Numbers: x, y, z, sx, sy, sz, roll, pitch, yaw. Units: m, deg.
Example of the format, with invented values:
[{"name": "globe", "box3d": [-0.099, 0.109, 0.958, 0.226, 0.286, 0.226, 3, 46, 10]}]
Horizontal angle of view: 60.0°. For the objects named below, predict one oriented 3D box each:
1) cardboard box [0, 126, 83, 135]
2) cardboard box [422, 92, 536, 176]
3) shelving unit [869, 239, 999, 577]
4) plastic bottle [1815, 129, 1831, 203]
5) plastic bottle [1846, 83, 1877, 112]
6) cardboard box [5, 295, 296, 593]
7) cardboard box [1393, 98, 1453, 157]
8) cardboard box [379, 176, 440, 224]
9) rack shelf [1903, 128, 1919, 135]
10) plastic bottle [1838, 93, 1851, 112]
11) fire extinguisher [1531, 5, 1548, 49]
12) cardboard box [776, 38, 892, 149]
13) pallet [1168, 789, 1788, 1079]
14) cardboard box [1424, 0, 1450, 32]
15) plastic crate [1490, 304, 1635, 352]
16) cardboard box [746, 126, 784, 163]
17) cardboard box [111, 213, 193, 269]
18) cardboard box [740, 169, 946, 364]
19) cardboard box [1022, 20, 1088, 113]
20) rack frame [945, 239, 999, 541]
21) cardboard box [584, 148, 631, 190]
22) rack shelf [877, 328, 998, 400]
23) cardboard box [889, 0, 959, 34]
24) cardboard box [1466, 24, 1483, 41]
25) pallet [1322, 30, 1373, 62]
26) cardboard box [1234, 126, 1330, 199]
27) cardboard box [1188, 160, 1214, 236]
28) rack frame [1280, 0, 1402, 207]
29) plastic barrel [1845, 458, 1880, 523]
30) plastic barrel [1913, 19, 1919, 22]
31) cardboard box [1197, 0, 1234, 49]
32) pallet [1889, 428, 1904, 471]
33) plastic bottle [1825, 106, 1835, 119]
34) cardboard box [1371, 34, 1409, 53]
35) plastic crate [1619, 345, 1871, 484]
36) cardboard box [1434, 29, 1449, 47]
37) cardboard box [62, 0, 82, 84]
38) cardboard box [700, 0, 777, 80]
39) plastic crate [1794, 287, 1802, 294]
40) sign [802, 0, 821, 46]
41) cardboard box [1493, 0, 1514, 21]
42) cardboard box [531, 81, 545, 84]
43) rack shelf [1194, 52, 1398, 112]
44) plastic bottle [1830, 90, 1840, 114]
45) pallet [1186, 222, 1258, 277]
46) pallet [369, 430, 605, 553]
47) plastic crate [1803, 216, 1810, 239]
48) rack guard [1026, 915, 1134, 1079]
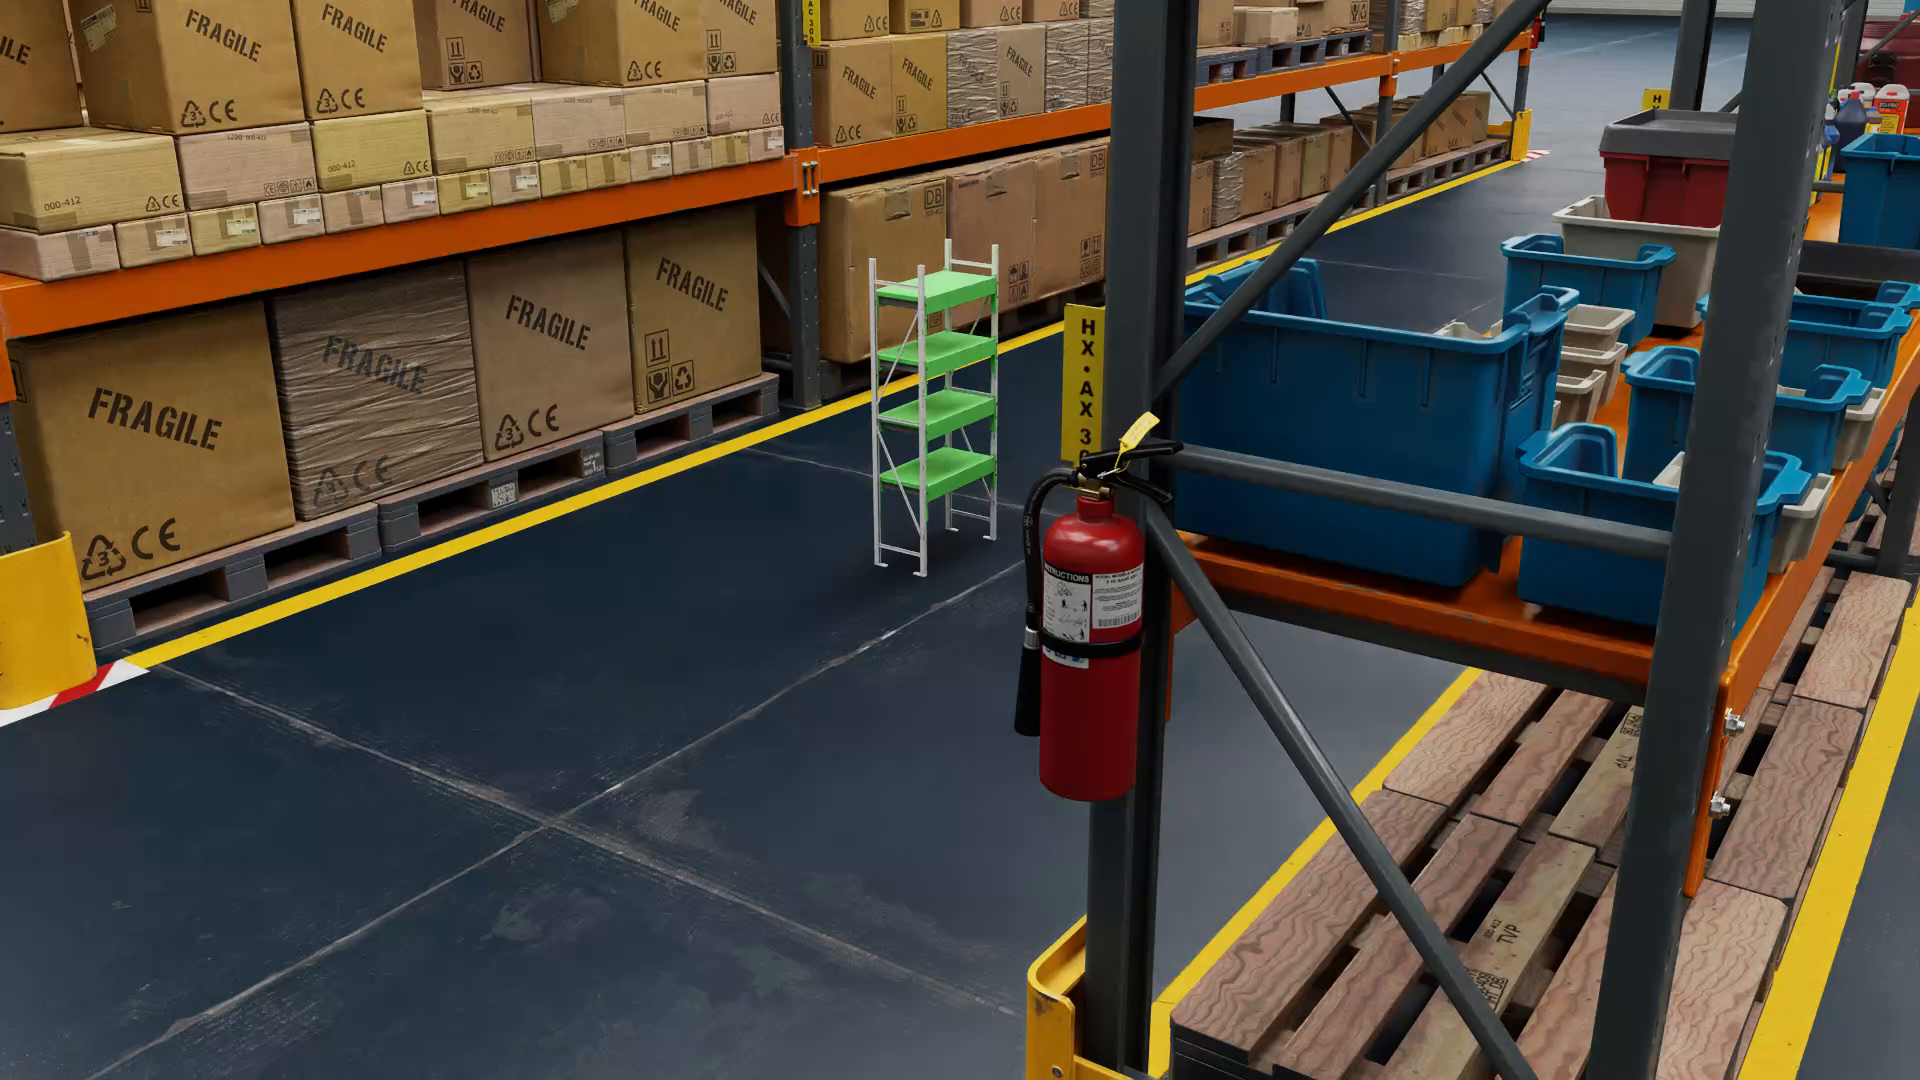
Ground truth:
[{"name": "cardboard box", "box3d": [-3.359, -1.286, 5.705, 0.500, 0.250, 0.500, 13, 24, 31]}, {"name": "cardboard box", "box3d": [-2.058, -1.625, 6.621, 0.500, 0.250, 0.500, 13, 24, 31]}, {"name": "shelving unit", "box3d": [-0.093, -0.515, 6.428, 0.258, 1.200, 0.503, 13, 24, 32]}, {"name": "plastic bottle", "box3d": [3.402, -1.537, 6.667, 0.144, 0.351, 0.185, 13, 24, 32]}, {"name": "plastic bottle", "box3d": [4.670, -2.236, 8.665, 0.152, 0.276, 0.135, 13, 24, 32]}, {"name": "cardboard box", "box3d": [-3.119, -0.425, 6.049, 0.875, 0.875, 0.875, 13, 24, 32]}, {"name": "cardboard box", "box3d": [4.542, -4.111, 16.553, 0.500, 0.500, 0.500, 16, 26, 37]}, {"name": "cardboard box", "box3d": [-2.219, -1.315, 6.358, 0.380, 0.149, 0.250, 13, 24, 31]}, {"name": "rack shelf", "box3d": [6.305, -2.592, 10.485, 1.077, 0.370, 4.000, 13, 24, 32]}, {"name": "plastic bottle", "box3d": [4.373, -2.061, 8.199, 0.097, 0.271, 0.097, 0, 20, 0]}, {"name": "fire extinguisher", "box3d": [6.027, -5.523, 17.485, 0.296, 0.674, 0.183, 13, 24, 32]}, {"name": "cardboard box", "box3d": [-0.698, -2.304, 8.525, 0.500, 0.500, 0.500, 13, 24, 32]}, {"name": "pallet", "box3d": [1.180, 1.019, 3.706, 1.003, 0.211, 1.213, 13, 24, 32]}, {"name": "cardboard box", "box3d": [3.948, -4.909, 15.139, 0.875, 0.500, 0.500, 13, 24, 32]}, {"name": "plastic crate", "box3d": [1.455, -0.487, 4.052, 0.298, 0.136, 0.250, 13, 24, 32]}, {"name": "cardboard box", "box3d": [-1.064, -1.904, 7.952, 0.380, 0.149, 0.250, 13, 24, 32]}, {"name": "cardboard box", "box3d": [-2.797, -1.019, 5.559, 0.380, 0.149, 0.250, 13, 24, 31]}, {"name": "cardboard box", "box3d": [-0.821, -1.561, 9.120, 1.225, 0.875, 0.875, 13, 24, 32]}, {"name": "cardboard box", "box3d": [0.438, -2.887, 10.101, 0.500, 0.500, 0.500, 12, 24, 30]}, {"name": "rack frame", "box3d": [0.044, -0.585, 6.618, 0.240, 1.200, 0.015, 13, 24, 32]}, {"name": "cardboard box", "box3d": [-1.642, -1.609, 7.153, 0.380, 0.149, 0.250, 14, 24, 33]}, {"name": "rack shelf", "box3d": [-0.093, -0.680, 6.367, 0.258, 0.148, 0.480, 13, 24, 32]}, {"name": "cardboard box", "box3d": [-0.416, -3.070, 9.152, 0.797, 0.503, 0.637, 14, 24, 32]}, {"name": "cardboard box", "box3d": [4.836, -4.926, 16.120, 0.380, 0.149, 0.250, 13, 24, 32]}, {"name": "pallet", "box3d": [2.783, -4.188, 14.040, 1.003, 0.211, 1.213, 13, 24, 32]}, {"name": "cardboard box", "box3d": [2.687, -3.198, 14.055, 0.700, 0.500, 0.500, 13, 24, 31]}, {"name": "cardboard box", "box3d": [1.445, -2.551, 12.307, 0.700, 0.500, 0.500, 12, 23, 29]}, {"name": "rack frame", "box3d": [3.333, -4.469, 14.523, 1.000, 3.000, 0.127, 13, 24, 32]}, {"name": "plastic barrel", "box3d": [3.252, -0.573, 6.410, 0.600, 0.901, 0.708, 13, 24, 32]}, {"name": "plastic barrel", "box3d": [5.820, -2.865, 10.026, 0.421, 0.512, 0.421, 0, 20, 0]}, {"name": "cardboard box", "box3d": [1.586, -3.907, 12.255, 0.700, 0.500, 0.500, 18, 27, 40]}, {"name": "pallet", "box3d": [4.086, -0.464, 7.716, 1.003, 0.211, 1.213, 13, 24, 32]}, {"name": "plastic bottle", "box3d": [3.891, -1.838, 7.589, 0.152, 0.276, 0.135, 13, 24, 32]}, {"name": "cardboard box", "box3d": [3.703, -4.354, 14.574, 0.380, 0.149, 0.250, 13, 24, 32]}, {"name": "plastic crate", "box3d": [1.465, -0.205, 3.150, 0.416, 0.233, 0.300, 13, 24, 32]}, {"name": "cardboard box", "box3d": [4.279, -4.638, 15.341, 0.380, 0.149, 0.250, 13, 24, 32]}, {"name": "cardboard box", "box3d": [-5.540, -3.014, 10.015, 0.500, 0.500, 0.500, 13, 24, 30]}, {"name": "cardboard box", "box3d": [-1.201, -2.410, 7.664, 0.500, 0.500, 0.500, 14, 25, 33]}, {"name": "plastic crate", "box3d": [2.202, -0.554, 4.232, 0.293, 0.136, 0.466, 13, 24, 32]}, {"name": "sign", "box3d": [-0.704, -2.509, 7.862, 0.100, 0.325, 0.005, 13, 24, 32]}, {"name": "cardboard box", "box3d": [5.068, -5.484, 16.693, 0.875, 0.500, 0.500, 13, 24, 32]}, {"name": "cardboard box", "box3d": [-1.928, -2.017, 7.682, 0.500, 0.250, 0.500, 13, 24, 32]}, {"name": "rack shelf", "box3d": [2.209, -3.558, 13.096, 1.077, 0.370, 4.000, 13, 24, 32]}, {"name": "plastic bottle", "box3d": [4.297, -2.077, 8.225, 0.061, 0.283, 0.133, 13, 24, 32]}, {"name": "pallet", "box3d": [1.525, -2.237, 12.509, 1.003, 0.211, 1.213, 13, 24, 32]}, {"name": "pallet", "box3d": [-2.341, -0.311, 7.302, 1.003, 0.211, 1.213, 13, 24, 32]}, {"name": "plastic crate", "box3d": [2.553, -1.006, 5.456, 0.396, 0.136, 0.243, 13, 24, 32]}, {"name": "rack guard", "box3d": [0.681, 1.122, 3.011, 1.175, 0.500, 0.348, 13, 24, 32]}]
